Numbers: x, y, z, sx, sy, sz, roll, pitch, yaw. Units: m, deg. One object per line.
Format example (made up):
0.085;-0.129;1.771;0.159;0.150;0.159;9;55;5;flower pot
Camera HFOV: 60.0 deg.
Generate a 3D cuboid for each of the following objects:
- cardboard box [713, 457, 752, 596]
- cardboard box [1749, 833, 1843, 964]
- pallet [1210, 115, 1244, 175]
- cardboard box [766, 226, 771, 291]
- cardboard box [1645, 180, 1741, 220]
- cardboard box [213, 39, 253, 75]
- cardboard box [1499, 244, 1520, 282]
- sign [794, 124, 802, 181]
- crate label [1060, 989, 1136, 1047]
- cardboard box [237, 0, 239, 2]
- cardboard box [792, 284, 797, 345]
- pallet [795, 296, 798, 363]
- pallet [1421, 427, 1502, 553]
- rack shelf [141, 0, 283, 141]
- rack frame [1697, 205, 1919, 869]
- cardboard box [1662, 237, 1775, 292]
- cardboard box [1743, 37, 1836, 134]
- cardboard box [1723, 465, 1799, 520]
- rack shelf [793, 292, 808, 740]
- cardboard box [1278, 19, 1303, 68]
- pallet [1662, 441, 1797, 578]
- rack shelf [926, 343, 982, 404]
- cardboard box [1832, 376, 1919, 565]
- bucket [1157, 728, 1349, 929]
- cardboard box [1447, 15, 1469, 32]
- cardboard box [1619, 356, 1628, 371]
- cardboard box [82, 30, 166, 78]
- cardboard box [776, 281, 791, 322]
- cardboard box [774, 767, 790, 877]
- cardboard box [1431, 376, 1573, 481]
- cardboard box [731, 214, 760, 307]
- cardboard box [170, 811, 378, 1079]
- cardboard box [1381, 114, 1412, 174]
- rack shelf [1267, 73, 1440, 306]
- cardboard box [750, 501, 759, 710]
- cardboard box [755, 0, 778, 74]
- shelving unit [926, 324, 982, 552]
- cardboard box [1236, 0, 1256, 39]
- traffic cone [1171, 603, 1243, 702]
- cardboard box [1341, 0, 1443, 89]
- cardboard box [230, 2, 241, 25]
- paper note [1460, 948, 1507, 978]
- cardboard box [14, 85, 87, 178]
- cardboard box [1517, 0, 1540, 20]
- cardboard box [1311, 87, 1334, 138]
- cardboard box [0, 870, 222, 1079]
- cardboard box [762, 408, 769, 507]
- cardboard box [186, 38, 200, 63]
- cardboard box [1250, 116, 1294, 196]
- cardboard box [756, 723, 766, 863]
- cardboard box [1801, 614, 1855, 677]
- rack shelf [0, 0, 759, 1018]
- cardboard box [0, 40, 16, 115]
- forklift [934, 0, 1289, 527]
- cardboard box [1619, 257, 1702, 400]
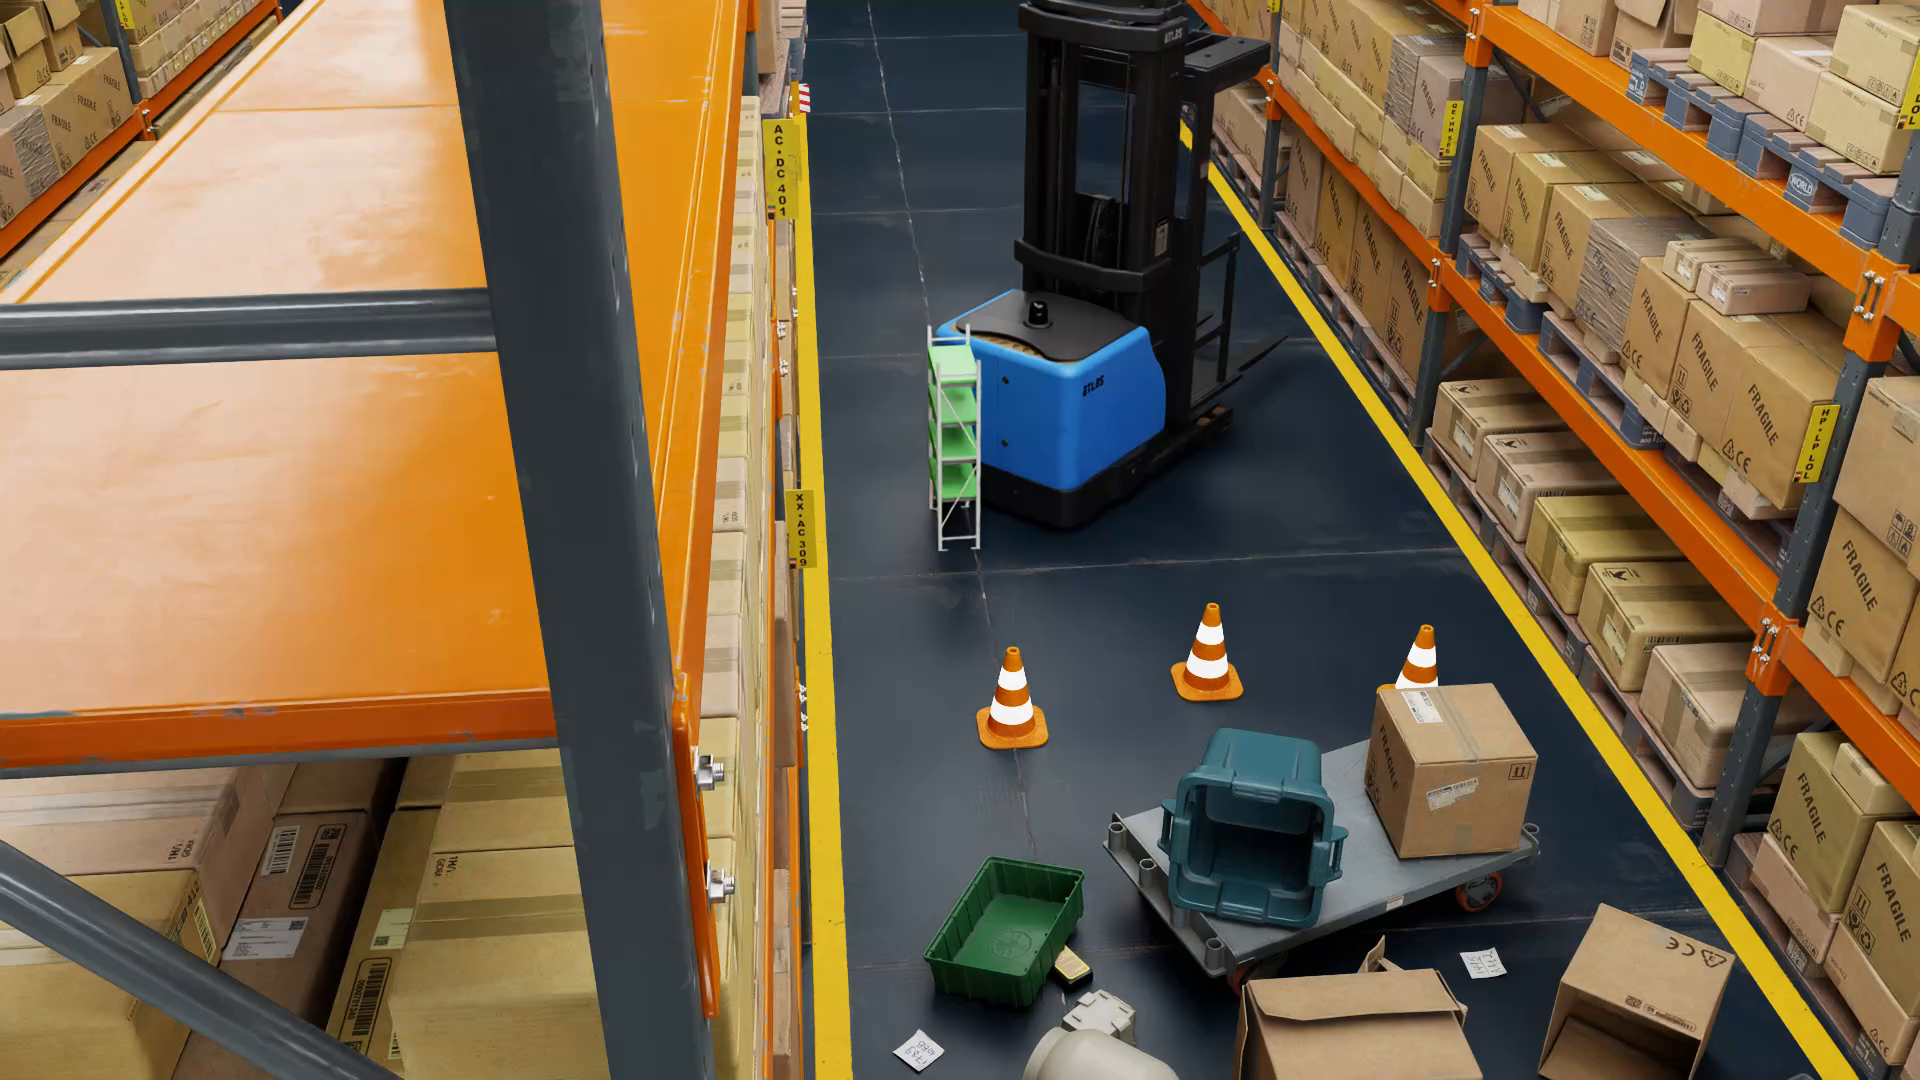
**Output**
-0.556;-0.013;2.882;0.380;0.149;0.250;-3;31;-5;cardboard box
3.584;1.421;6.719;0.500;0.250;0.500;-4;31;-7;cardboard box
2.940;-3.797;15.902;1.003;0.211;1.213;-3;31;-5;pallet
-0.769;-0.837;5.040;0.380;0.149;0.250;-3;31;-5;cardboard box
3.851;-1.547;8.618;0.500;0.500;0.500;-5;31;-8;cardboard box
-6.966;-4.026;15.228;0.875;0.875;0.875;-3;31;-5;cardboard box
3.242;-1.546;9.248;0.380;0.149;0.250;-5;31;-8;cardboard box
-0.943;-2.172;9.333;0.100;0.325;0.005;-3;31;-5;sign
0.536;1.889;6.455;0.250;0.136;0.298;27;40;37;crate label
-6.834;-5.115;15.245;0.500;0.250;0.500;-3;31;-5;cardboard box
-1.358;-1.384;11.171;0.500;0.500;0.500;-2;31;-4;cardboard box
-1.678;-1.470;12.006;1.003;0.211;1.213;-3;31;-5;pallet
3.495;-0.340;10.113;1.003;0.211;1.213;-3;31;-5;pallet
-7.004;-4.215;14.584;1.077;0.370;4.000;-3;31;-5;rack shelf
3.797;0.106;6.647;1.000;3.000;0.127;-3;31;-5;rack frame
3.403;-1.238;7.468;0.380;0.149;0.250;-4;31;-7;cardboard box
3.556;-1.847;6.729;0.500;0.250;0.500;-2;31;-4;cardboard box
3.475;-0.215;7.022;0.380;0.149;0.250;-2;31;-4;cardboard box
-1.308;-0.317;8.058;1.077;0.370;4.000;-3;31;-5;rack shelf
2.810;-3.890;12.997;0.500;0.250;0.500;-4;31;-6;cardboard box
3.871;-0.208;7.361;1.003;0.211;1.213;-3;31;-5;pallet
-0.036;-0.938;9.340;0.258;0.148;0.480;-4;31;-6;rack shelf
3.623;-0.258;5.895;0.700;0.500;0.500;-3;31;-5;cardboard box
1.187;1.107;6.682;0.726;0.611;0.620;8;22;13;bucket
3.532;-3.189;11.092;0.500;0.500;0.500;-2;31;-3;cardboard box
3.471;-0.876;8.128;0.380;0.149;0.250;-4;31;-6;cardboard box
-6.600;-3.819;13.075;0.500;0.250;0.500;-3;31;-5;cardboard box
-1.094;-0.963;8.340;0.500;0.500;0.500;-3;31;-5;cardboard box
-1.001;0.798;5.343;0.875;0.550;0.550;-3;31;-5;cardboard box
3.467;-0.699;10.149;0.950;0.372;0.625;-5;31;-8;cardboard box
-0.674;-0.662;3.968;0.380;0.149;0.250;-3;31;-4;cardboard box
-1.072;0.627;2.200;0.500;0.250;0.500;-2;31;-4;cardboard box
3.074;-2.583;10.808;0.500;0.250;0.500;-4;31;-6;cardboard box
3.237;-2.648;11.960;1.077;0.370;4.000;-3;31;-5;rack shelf
-0.634;0.088;3.103;0.500;0.250;0.500;-3;31;-5;cardboard box
-1.054;-2.327;7.191;0.500;0.500;0.500;-3;31;-5;cardboard box
-0.036;-0.581;9.553;0.258;1.200;0.503;-4;31;-6;shelving unit
2.699;-4.508;14.275;0.500;0.500;0.500;-3;31;-6;cardboard box
1.265;0.529;8.413;0.336;0.463;0.334;-3;31;-5;traffic cone
2.979;-3.434;11.501;0.500;0.500;0.500;-3;31;-5;cardboard box
-6.732;-4.750;15.023;0.380;0.149;0.250;-3;31;-6;cardboard box
2.148;1.733;6.819;0.148;0.019;0.142;-3;31;-5;paper note
-6.406;-2.801;11.417;0.500;0.500;0.500;-3;31;-5;cardboard box
3.284;-2.947;9.079;0.380;0.149;0.250;-3;31;-5;cardboard box
2.910;-3.150;12.245;0.500;0.250;0.500;-3;31;-5;cardboard box
-1.117;0.536;1.963;0.380;0.149;0.250;-2;31;-4;cardboard box
-0.648;-0.187;3.951;0.380;0.149;0.250;-3;31;-5;cardboard box
-6.613;-4.096;13.927;0.380;0.149;0.250;-3;31;-5;cardboard box
3.098;-3.384;14.580;0.875;0.438;0.875;-3;31;-5;cardboard box
-0.532;0.456;2.874;0.380;0.149;0.250;-3;31;-4;cardboard box
3.508;0.390;6.417;0.380;0.149;0.250;-3;31;-5;cardboard box
-0.935;-0.679;3.203;1.077;0.370;4.000;-3;31;-5;rack shelf
-6.622;-2.984;10.745;0.797;0.503;0.637;-2;31;-3;cardboard box
1.140;-2.027;10.285;1.130;2.935;3.031;22;37;32;forklift
3.436;-0.986;7.679;0.500;0.500;0.500;-2;31;-3;cardboard box
